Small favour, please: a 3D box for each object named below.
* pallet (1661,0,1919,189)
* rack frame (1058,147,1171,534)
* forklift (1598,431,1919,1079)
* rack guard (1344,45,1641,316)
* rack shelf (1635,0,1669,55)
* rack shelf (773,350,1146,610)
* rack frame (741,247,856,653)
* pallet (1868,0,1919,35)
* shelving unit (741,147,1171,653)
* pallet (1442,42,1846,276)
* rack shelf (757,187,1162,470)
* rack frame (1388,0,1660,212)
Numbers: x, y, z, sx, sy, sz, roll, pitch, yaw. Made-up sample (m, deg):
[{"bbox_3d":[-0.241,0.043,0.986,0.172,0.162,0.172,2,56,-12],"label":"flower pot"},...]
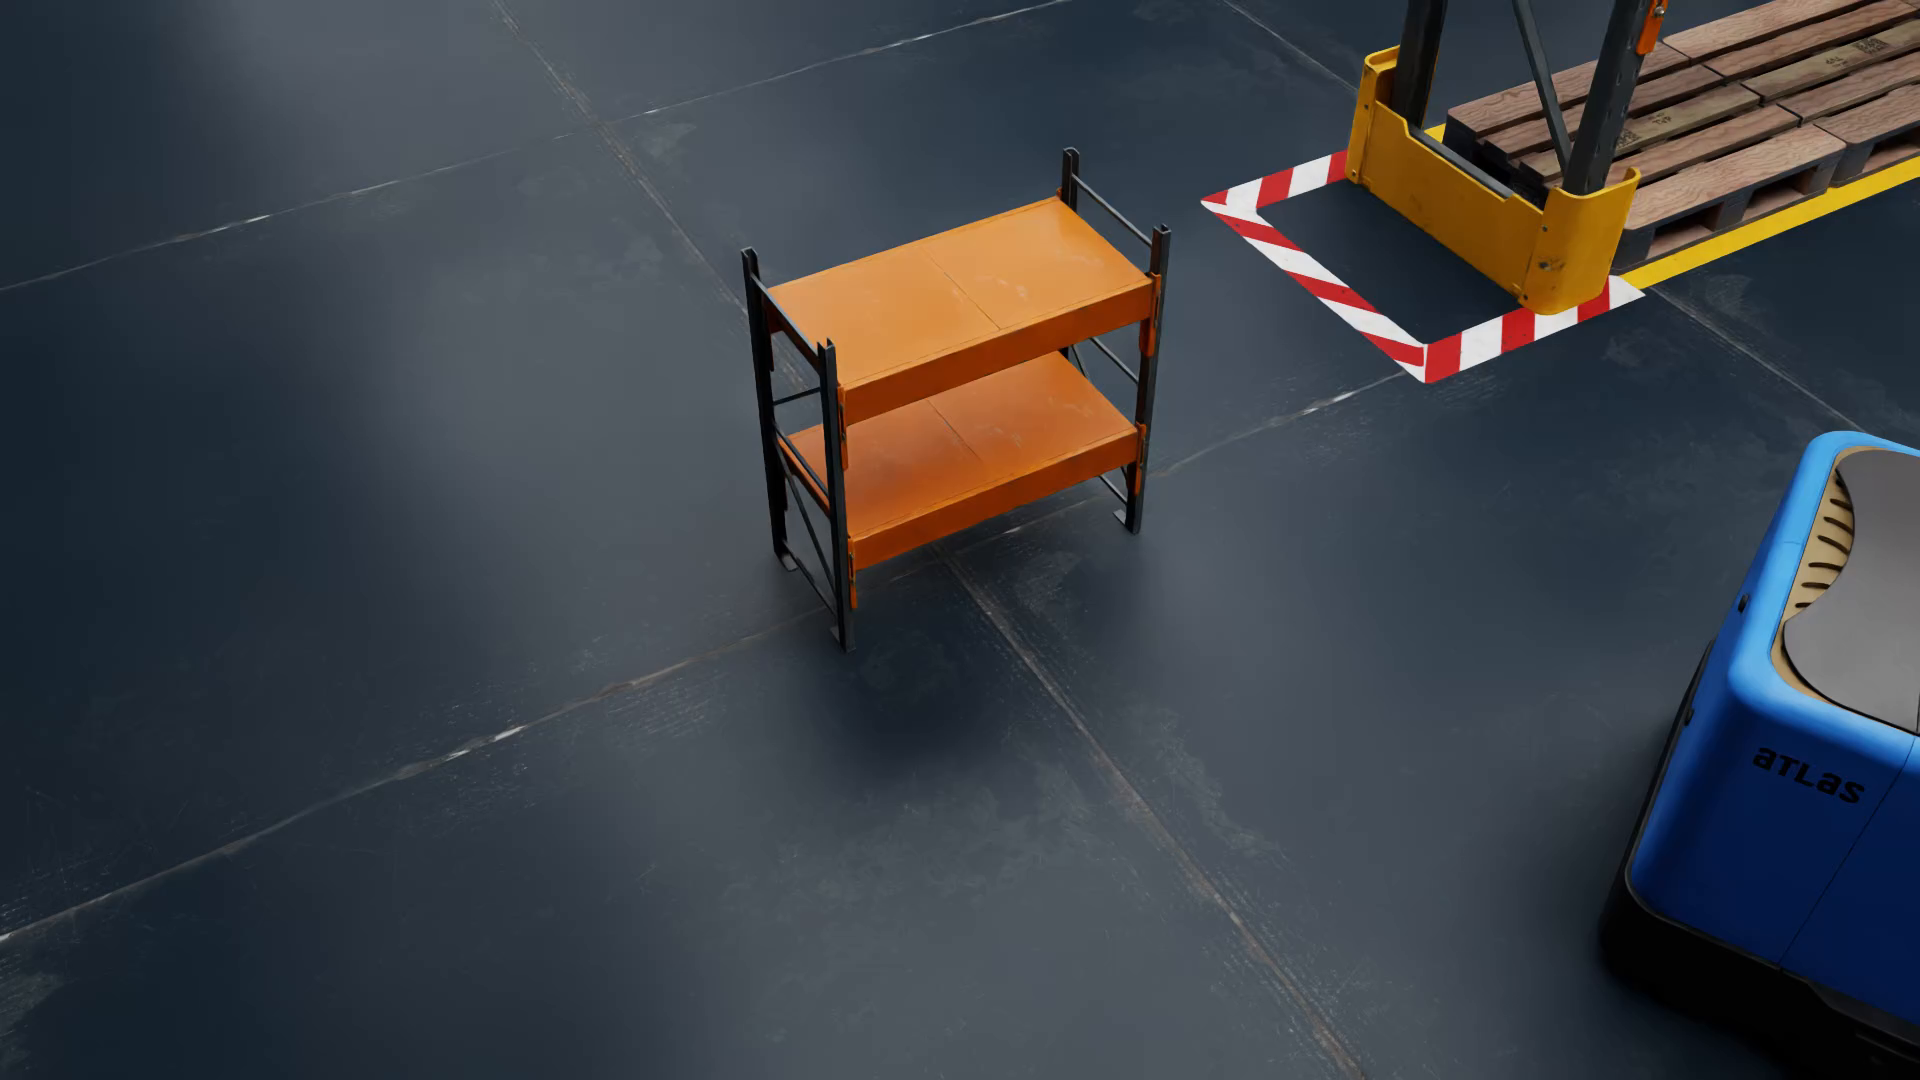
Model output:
[{"bbox_3d":[3.791,-1.994,7.153,1.213,0.211,1.003,-22,48,-21],"label":"pallet"},{"bbox_3d":[0.435,-0.578,5.038,0.032,1.125,0.500,-22,48,-21],"label":"rack frame"},{"bbox_3d":[3.114,0.248,2.890,3.031,2.935,1.130,23,49,22],"label":"forklift"},{"bbox_3d":[1.985,-1.398,6.332,0.348,0.500,1.175,-22,48,-21],"label":"rack guard"},{"bbox_3d":[3.734,-2.747,6.443,4.000,0.370,1.077,-22,48,-21],"label":"rack shelf"},{"bbox_3d":[-0.006,-0.226,5.026,1.000,0.278,0.538,-22,48,-21],"label":"rack shelf"},{"bbox_3d":[-0.447,-0.225,4.674,0.032,1.125,0.500,-22,48,-21],"label":"rack frame"},{"bbox_3d":[4.850,-2.420,7.592,1.213,0.211,1.003,-22,48,-21],"label":"pallet"},{"bbox_3d":[-0.006,-0.401,4.856,1.048,1.125,0.538,-22,48,-21],"label":"shelving unit"},{"bbox_3d":[2.734,-1.573,6.720,1.213,0.211,1.003,-22,48,-21],"label":"pallet"},{"bbox_3d":[-0.006,-0.611,4.652,1.000,0.278,0.538,-22,48,-21],"label":"rack shelf"},{"bbox_3d":[2.000,-2.311,5.478,0.127,3.000,1.000,-22,48,-21],"label":"rack frame"}]
